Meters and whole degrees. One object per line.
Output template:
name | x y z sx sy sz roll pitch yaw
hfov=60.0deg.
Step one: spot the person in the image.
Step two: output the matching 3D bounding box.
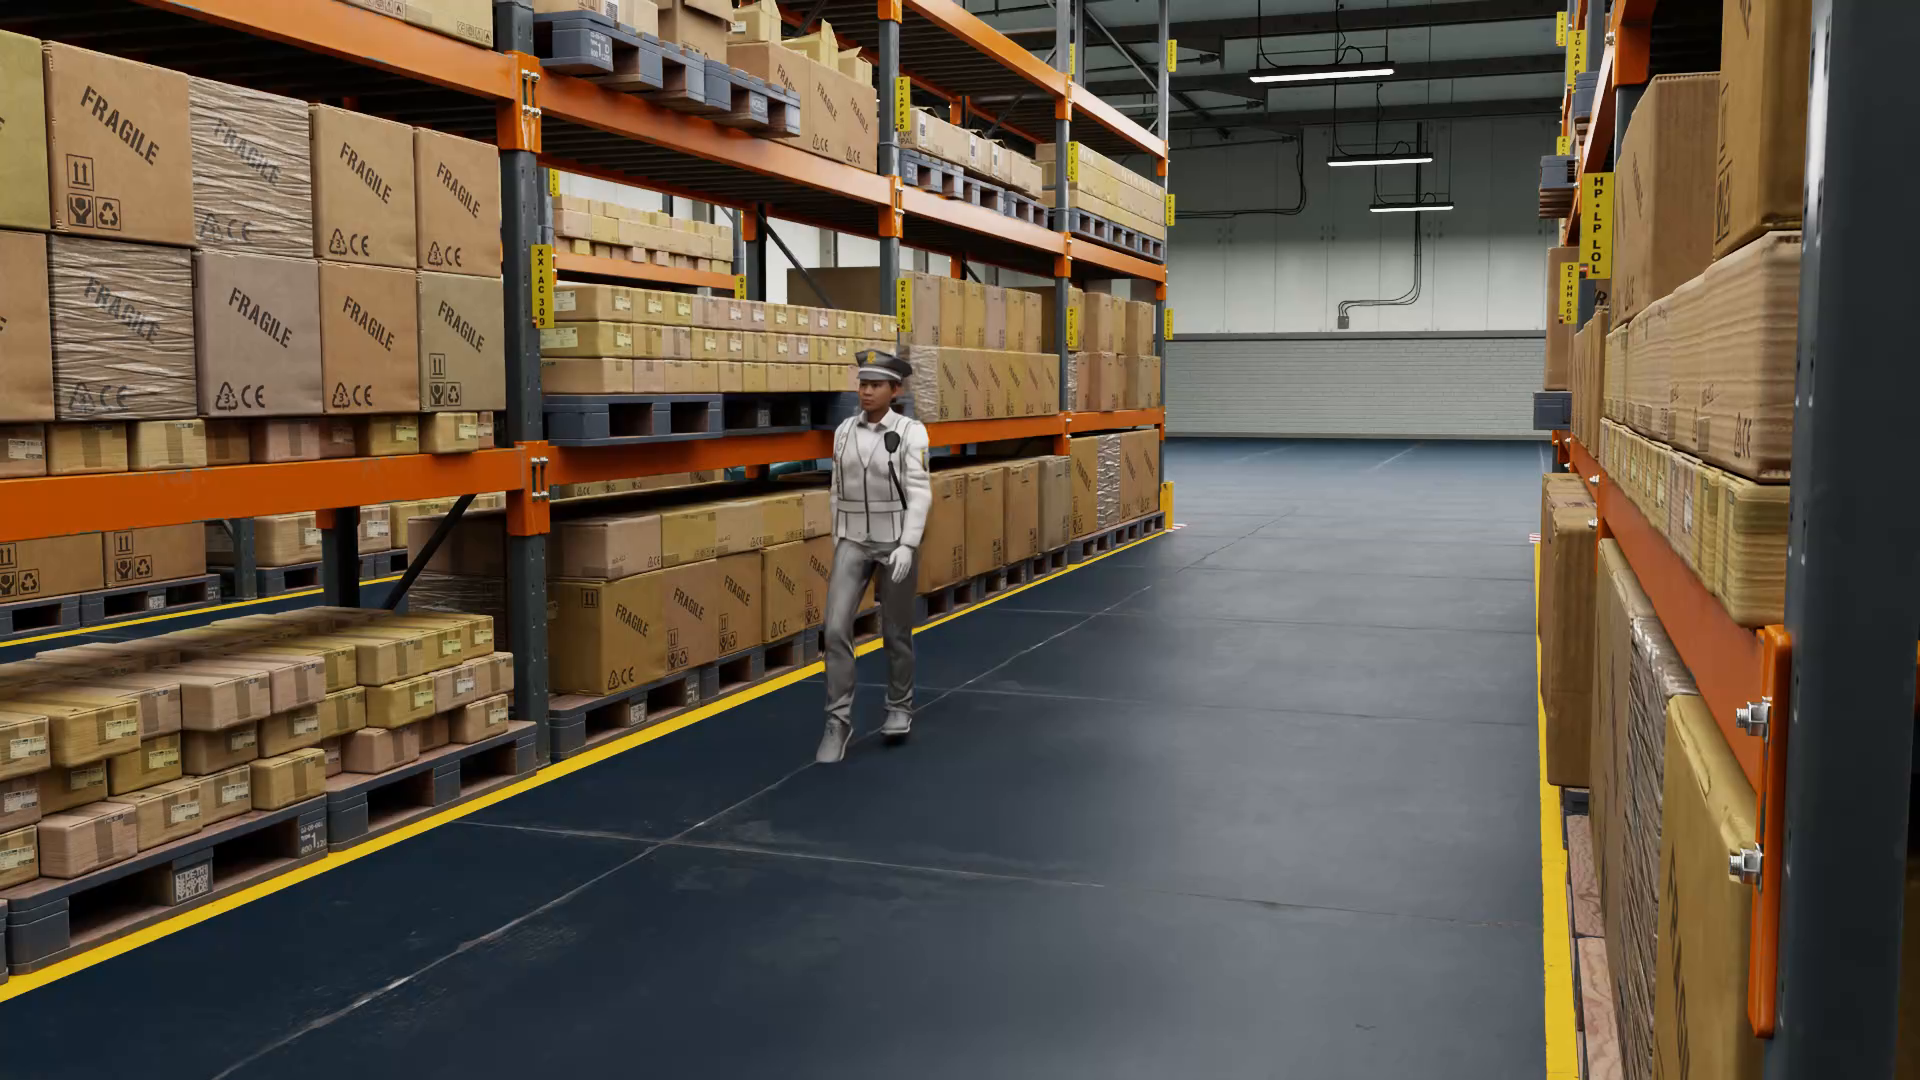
person | -0.384 0.060 6.950 0.500 1.691 0.835 2 6 16
